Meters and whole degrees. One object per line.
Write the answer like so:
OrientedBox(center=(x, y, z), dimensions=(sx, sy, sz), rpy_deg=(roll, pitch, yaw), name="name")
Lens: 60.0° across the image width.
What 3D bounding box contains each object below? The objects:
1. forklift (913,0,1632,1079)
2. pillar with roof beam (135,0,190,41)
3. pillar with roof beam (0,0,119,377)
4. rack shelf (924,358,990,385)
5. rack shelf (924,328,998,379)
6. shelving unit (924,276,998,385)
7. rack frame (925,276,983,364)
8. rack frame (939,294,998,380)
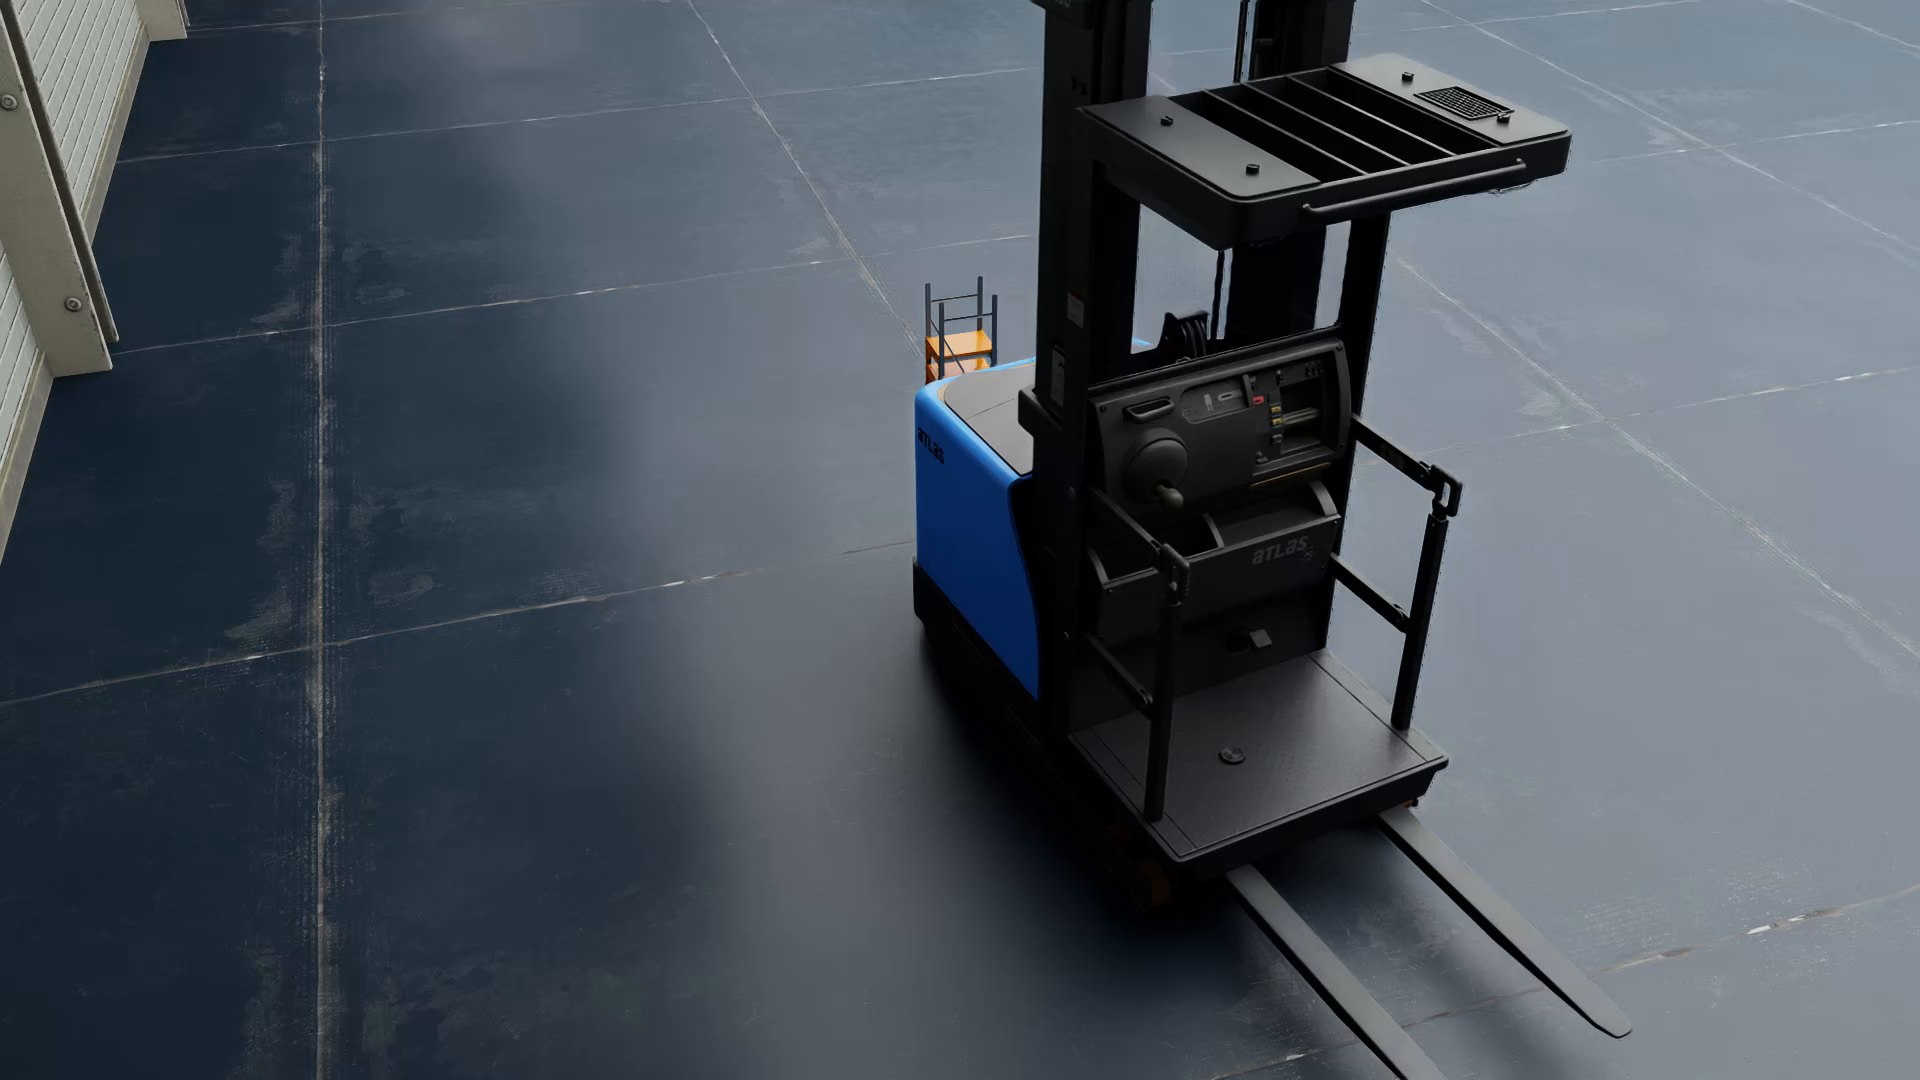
OrientedBox(center=(0.931, -0.301, 5.047), dimensions=(1.130, 2.935, 3.031), rpy_deg=(-16, 37, -22), name="forklift")
OrientedBox(center=(-2.316, -8.585, 12.079), dimensions=(9.100, 9.000, 0.400), rpy_deg=(-10, 35, -15), name="pillar with roof beam")
OrientedBox(center=(-0.486, -5.435, 7.312), dimensions=(9.100, 9.000, 0.400), rpy_deg=(-10, 35, -15), name="pillar with roof beam")
OrientedBox(center=(0.004, -0.656, 6.800), dimensions=(0.258, 0.103, 0.180), rpy_deg=(-10, 35, -15), name="rack shelf")
OrientedBox(center=(0.004, -0.756, 6.734), dimensions=(0.258, 0.103, 0.180), rpy_deg=(-10, 35, -15), name="rack shelf")
OrientedBox(center=(0.004, -0.493, 6.908), dimensions=(0.258, 1.200, 0.189), rpy_deg=(-10, 35, -15), name="shelving unit")
OrientedBox(center=(-0.023, -0.541, 6.980), dimensions=(0.240, 1.200, 0.006), rpy_deg=(-10, 35, -15), name="rack frame")
OrientedBox(center=(0.032, -0.445, 6.835), dimensions=(0.240, 1.200, 0.006), rpy_deg=(-10, 35, -15), name="rack frame")
